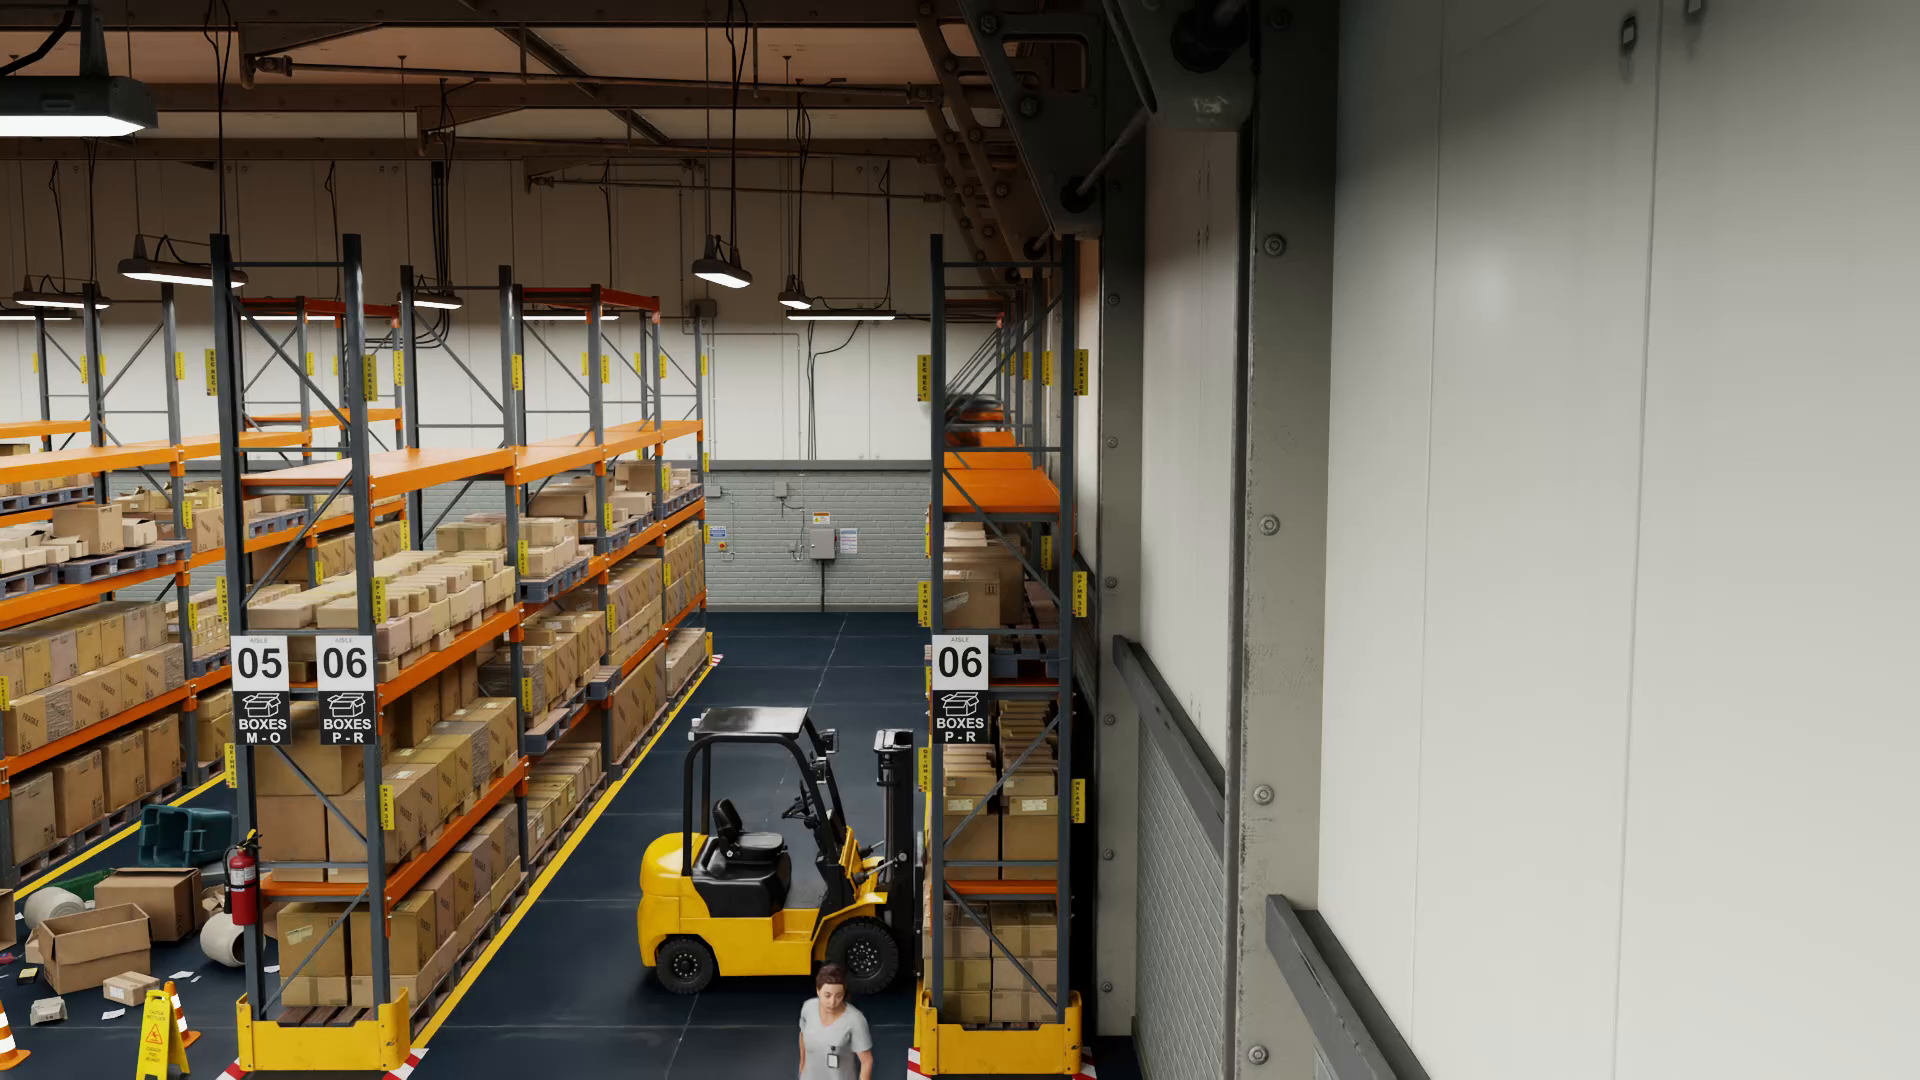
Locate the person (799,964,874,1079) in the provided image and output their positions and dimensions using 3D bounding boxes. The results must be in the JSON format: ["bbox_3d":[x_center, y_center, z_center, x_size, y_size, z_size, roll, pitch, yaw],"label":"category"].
[{"bbox_3d":[-0.762,3.272,9.891,0.567,1.631,0.596,2,7,14],"label":"person"}]
